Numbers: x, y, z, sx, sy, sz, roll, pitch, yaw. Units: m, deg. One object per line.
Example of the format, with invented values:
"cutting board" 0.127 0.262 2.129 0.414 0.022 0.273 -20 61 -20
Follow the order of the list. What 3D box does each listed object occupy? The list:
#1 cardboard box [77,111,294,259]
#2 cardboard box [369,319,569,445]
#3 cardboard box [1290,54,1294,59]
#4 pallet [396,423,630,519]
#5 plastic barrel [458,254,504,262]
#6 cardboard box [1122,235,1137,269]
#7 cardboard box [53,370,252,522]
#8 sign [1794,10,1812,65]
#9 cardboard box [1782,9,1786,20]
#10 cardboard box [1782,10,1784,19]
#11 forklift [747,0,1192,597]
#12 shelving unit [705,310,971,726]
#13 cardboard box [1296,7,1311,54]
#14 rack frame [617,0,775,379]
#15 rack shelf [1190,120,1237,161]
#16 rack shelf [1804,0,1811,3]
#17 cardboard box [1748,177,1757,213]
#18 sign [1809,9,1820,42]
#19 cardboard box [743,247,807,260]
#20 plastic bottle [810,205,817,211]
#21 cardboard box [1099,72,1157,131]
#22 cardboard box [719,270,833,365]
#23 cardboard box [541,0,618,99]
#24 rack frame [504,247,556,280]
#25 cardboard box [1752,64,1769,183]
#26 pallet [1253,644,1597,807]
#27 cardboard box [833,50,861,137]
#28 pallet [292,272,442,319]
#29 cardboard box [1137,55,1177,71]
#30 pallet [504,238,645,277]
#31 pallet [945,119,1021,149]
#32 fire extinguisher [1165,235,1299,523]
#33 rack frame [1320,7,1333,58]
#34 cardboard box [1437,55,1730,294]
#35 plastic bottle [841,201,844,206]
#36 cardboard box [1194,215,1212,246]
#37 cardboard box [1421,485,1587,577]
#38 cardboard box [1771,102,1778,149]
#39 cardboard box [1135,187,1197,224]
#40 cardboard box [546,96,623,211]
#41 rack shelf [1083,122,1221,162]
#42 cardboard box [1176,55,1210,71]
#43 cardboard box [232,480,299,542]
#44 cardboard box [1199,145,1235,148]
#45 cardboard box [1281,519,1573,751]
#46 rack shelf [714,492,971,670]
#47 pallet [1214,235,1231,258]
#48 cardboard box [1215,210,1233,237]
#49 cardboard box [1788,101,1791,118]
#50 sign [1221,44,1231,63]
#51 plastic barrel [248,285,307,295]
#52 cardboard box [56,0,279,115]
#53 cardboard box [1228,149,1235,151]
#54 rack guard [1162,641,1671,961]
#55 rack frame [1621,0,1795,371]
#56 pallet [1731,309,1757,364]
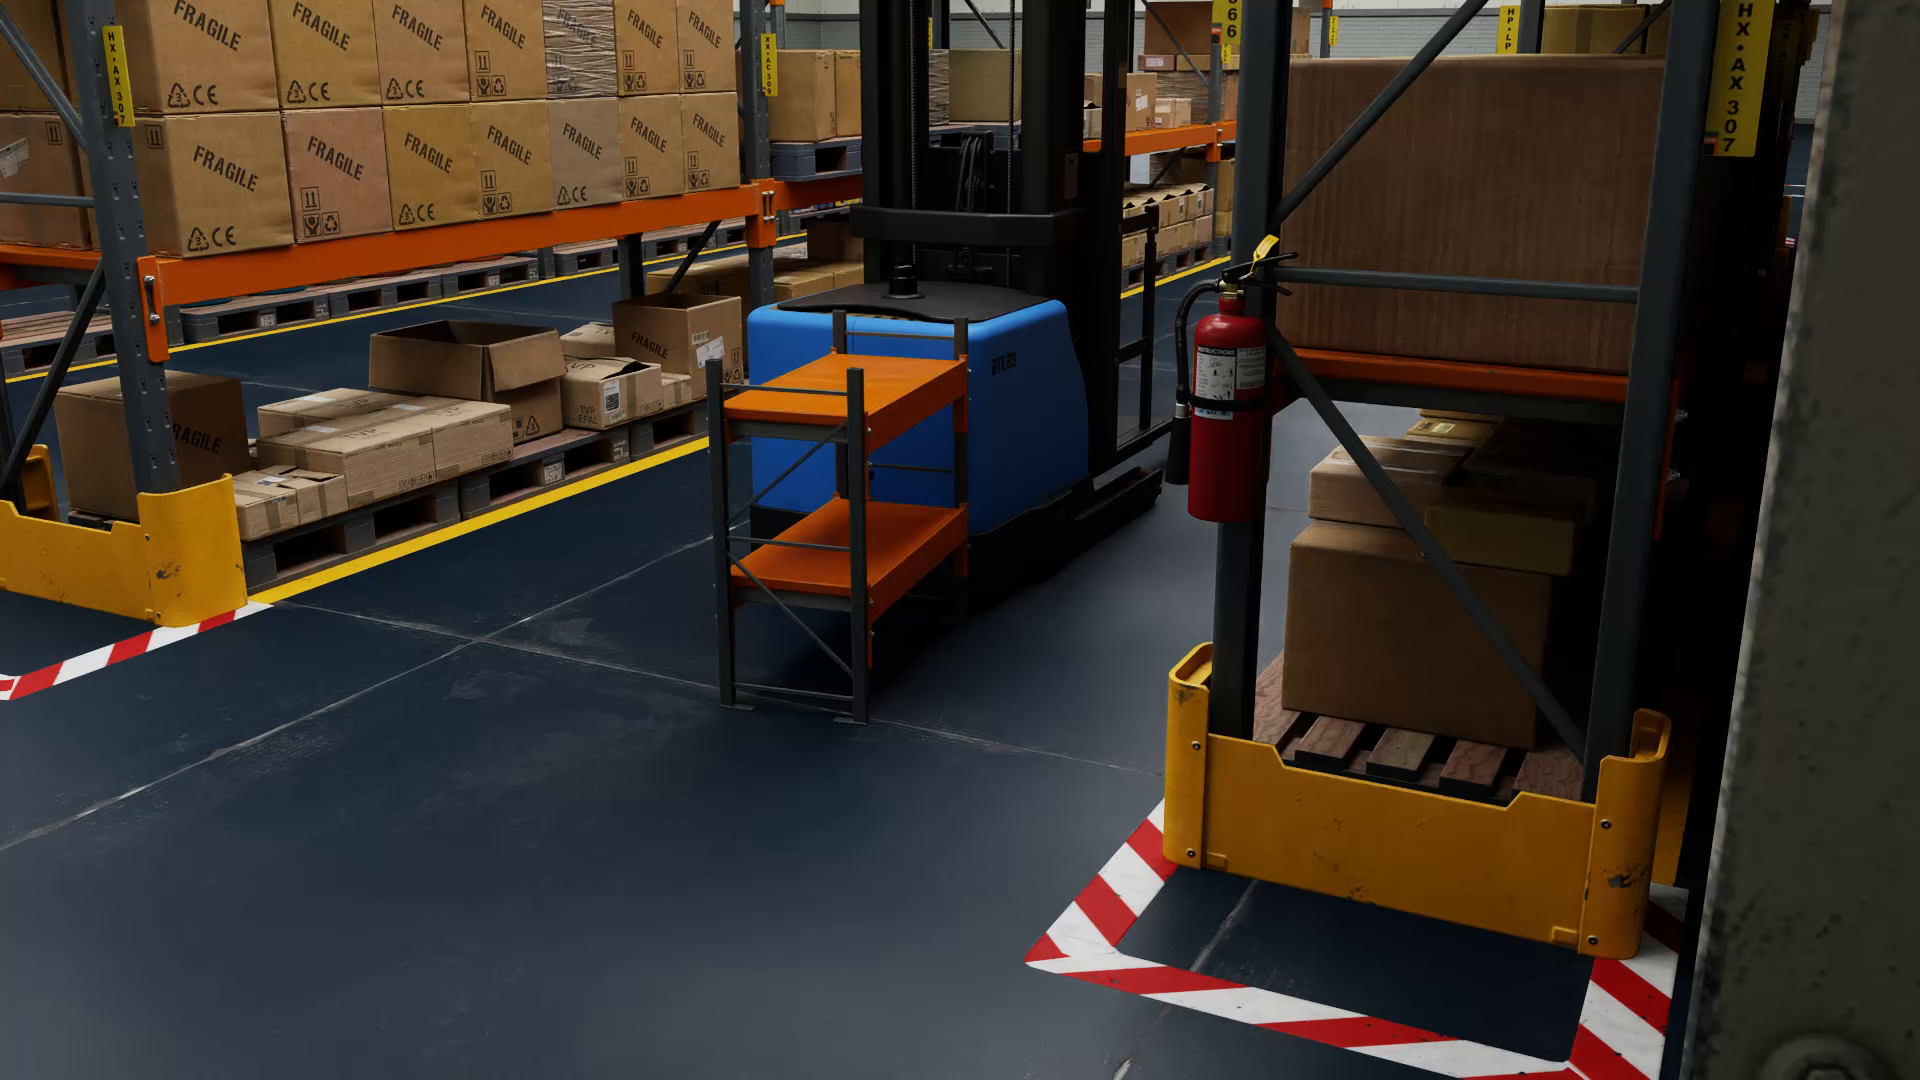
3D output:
"cardboard box" -2.880 -1.338 6.194 0.500 0.500 0.500 9 19 27
"cardboard box" -2.362 -0.764 8.051 0.797 0.503 0.637 8 18 25
"cardboard box" 3.490 -5.328 18.487 0.380 0.149 0.250 8 18 26
"pallet" -2.379 -0.406 8.130 1.003 0.211 1.213 8 18 25
"plastic barrel" -4.373 -2.914 14.749 0.600 0.830 0.708 8 18 25
"cardboard box" 1.208 -2.489 14.337 0.500 0.250 0.500 8 18 24
"cardboard box" -3.292 -0.393 6.806 0.500 0.500 0.500 8 18 25
"sign" 5.192 -3.104 10.283 0.100 0.325 0.005 8 18 25
"cardboard box" 4.029 -2.639 8.699 0.500 0.250 0.500 8 18 24
"cardboard box" 3.792 -2.506 8.253 0.500 0.250 0.500 7 18 24
"forklift" 0.283 -1.565 7.255 1.130 2.935 3.031 8 18 26
"shelving unit" -0.370 -0.123 5.571 0.538 1.125 1.048 5 17 17
"cardboard box" 3.591 -5.825 19.023 0.700 0.500 0.500 8 18 26
"rack frame" -1.527 -2.229 9.371 1.000 3.000 0.127 8 18 25
"rack shelf" 2.941 -4.432 18.050 1.077 0.370 4.000 8 18 25
"rack shelf" 7.375 -5.240 15.504 1.077 0.370 4.000 8 18 25
"cardboard box" 3.455 -1.603 7.670 0.380 0.149 0.250 8 18 24
"sign" 8.756 -5.288 17.079 0.100 0.325 0.005 8 18 25
"cardboard box" -1.110 -1.657 11.061 0.500 0.500 0.500 8 18 26
"plastic bottle" -1.727 -3.915 19.057 0.152 0.276 0.135 9 19 27
"cardboard box" 1.454 -3.987 15.114 0.500 0.500 0.500 10 19 29
"cardboard box" -1.093 -1.334 9.975 0.500 0.500 0.500 7 18 23
"cardboard box" -1.973 -2.336 7.798 0.500 0.500 0.500 8 18 26
"rack frame" -4.169 -3.879 14.927 1.000 3.000 0.127 8 18 25
"cardboard box" 3.337 -1.885 7.480 0.500 0.500 0.500 7 18 23
"pallet" 1.406 0.542 4.939 1.003 0.211 1.213 8 18 25
"cardboard box" -0.865 -2.754 10.225 0.700 0.500 0.500 12 20 34
"pallet" -5.031 -2.027 13.587 1.003 0.211 1.213 8 18 25
"cardboard box" 1.978 -4.723 16.450 0.380 0.149 0.250 8 18 25
"pallet" -3.788 -2.735 15.971 1.003 0.211 1.213 8 18 25
"pallet" 0.020 -2.975 12.218 1.213 0.211 1.003 8 18 25
"fire extinguisher" 0.639 -0.386 3.955 0.296 0.674 0.183 8 18 25
"rack frame" 3.835 -5.286 19.662 1.000 3.000 0.127 8 18 25
"cardboard box" 2.002 -1.236 5.500 0.980 0.700 0.700 7 18 23
"plastic bottle" -1.418 -4.038 19.602 0.097 0.201 0.097 0 17 0
"cardboard box" 2.122 -3.008 16.084 0.500 0.250 0.500 8 18 25
"cardboard box" 1.465 -0.029 4.476 0.380 0.149 0.250 8 18 26
"cardboard box" 4.256 -2.409 9.243 0.500 0.500 0.500 8 19 26
"cardboard box" 1.896 -3.146 15.565 0.500 0.311 0.500 9 19 27
"cardboard box" -1.977 -1.855 7.934 0.500 0.500 0.500 9 19 27
"rack shelf" 1.154 -3.413 14.619 1.077 0.370 4.000 8 18 25
"cardboard box" 2.341 -4.670 16.273 0.380 0.149 0.250 8 18 25
"cardboard box" -2.820 -0.118 6.496 0.380 0.149 0.250 8 18 25
"cardboard box" 2.963 -4.164 18.659 0.500 0.500 0.500 8 18 25
"cardboard box" 1.342 0.225 4.762 0.700 0.500 0.500 8 18 25
"rack shelf" -0.370 0.112 5.641 0.538 0.278 1.000 5 17 17
"pallet" 2.440 -3.128 17.293 1.003 0.211 1.213 8 18 25
"cardboard box" 2.526 -3.230 16.832 0.500 0.250 0.500 8 18 25
"cardboard box" 8.010 -4.317 16.629 0.500 0.250 0.500 9 19 27
"sign" 2.537 -4.718 15.854 0.100 0.325 0.005 8 18 25
"plastic barrel" -5.382 -2.373 12.802 0.600 0.901 0.708 8 18 25
"cardboard box" -2.880 -1.817 6.052 0.500 0.500 0.500 9 19 27
"cardboard box" 3.203 -3.971 18.008 0.500 0.500 0.500 8 18 25
"rack guard" 1.108 0.623 4.158 1.175 0.500 0.348 8 18 25
"rack frame" 4.694 -2.619 10.683 1.000 3.000 0.127 8 18 25
"pallet" 5.044 -1.481 11.750 1.003 0.211 1.213 8 18 25
